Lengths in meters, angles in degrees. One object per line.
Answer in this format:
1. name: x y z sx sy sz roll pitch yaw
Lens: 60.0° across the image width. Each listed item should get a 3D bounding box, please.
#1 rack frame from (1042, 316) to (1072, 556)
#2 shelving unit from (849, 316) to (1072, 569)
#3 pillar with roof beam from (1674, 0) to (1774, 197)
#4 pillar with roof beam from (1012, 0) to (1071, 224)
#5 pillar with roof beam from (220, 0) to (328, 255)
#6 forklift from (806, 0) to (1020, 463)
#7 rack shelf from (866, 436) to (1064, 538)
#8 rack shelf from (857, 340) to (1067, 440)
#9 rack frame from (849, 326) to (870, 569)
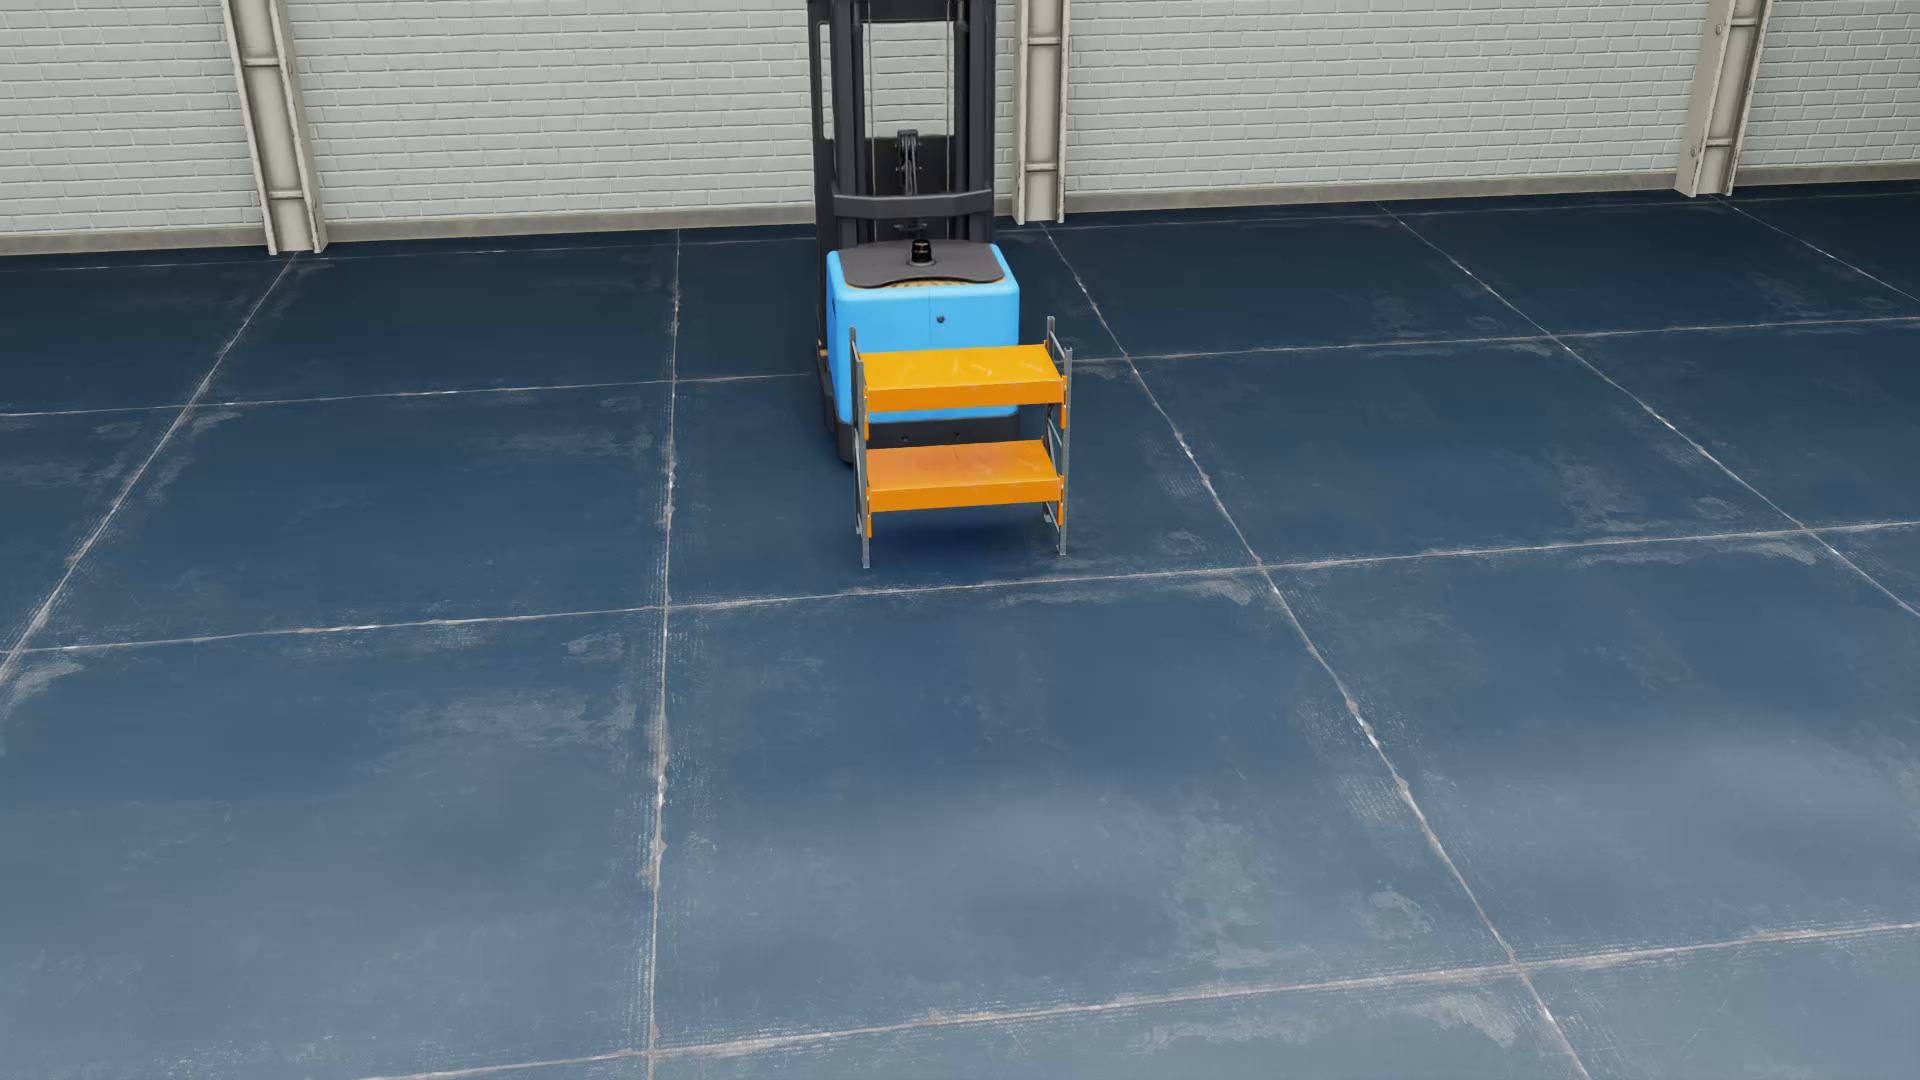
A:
1. rack frame: 0.497 -0.532 8.555 0.032 1.125 0.500 -4 27 -7
2. shelving unit: -0.007 -0.500 8.492 1.048 1.125 0.538 -4 27 -7
3. pillar with roof beam: 7.198 -5.157 8.944 0.400 9.000 9.100 -4 27 -7
4. pillar with roof beam: 1.256 -4.776 8.200 0.400 9.000 9.100 -4 27 -7
5. pillar with roof beam: -4.685 -4.394 7.456 0.400 9.000 9.100 -4 27 -7
6. forklift: -0.369 -2.389 10.196 1.130 2.935 3.031 -4 27 -7
7. rack shelf: -0.007 -0.282 8.604 1.000 0.278 0.538 -4 27 -7
8. rack shelf: -0.007 -0.760 8.359 1.000 0.278 0.538 -4 27 -7
9. rack frame: -0.510 -0.468 8.429 0.032 1.125 0.500 -4 27 -7
